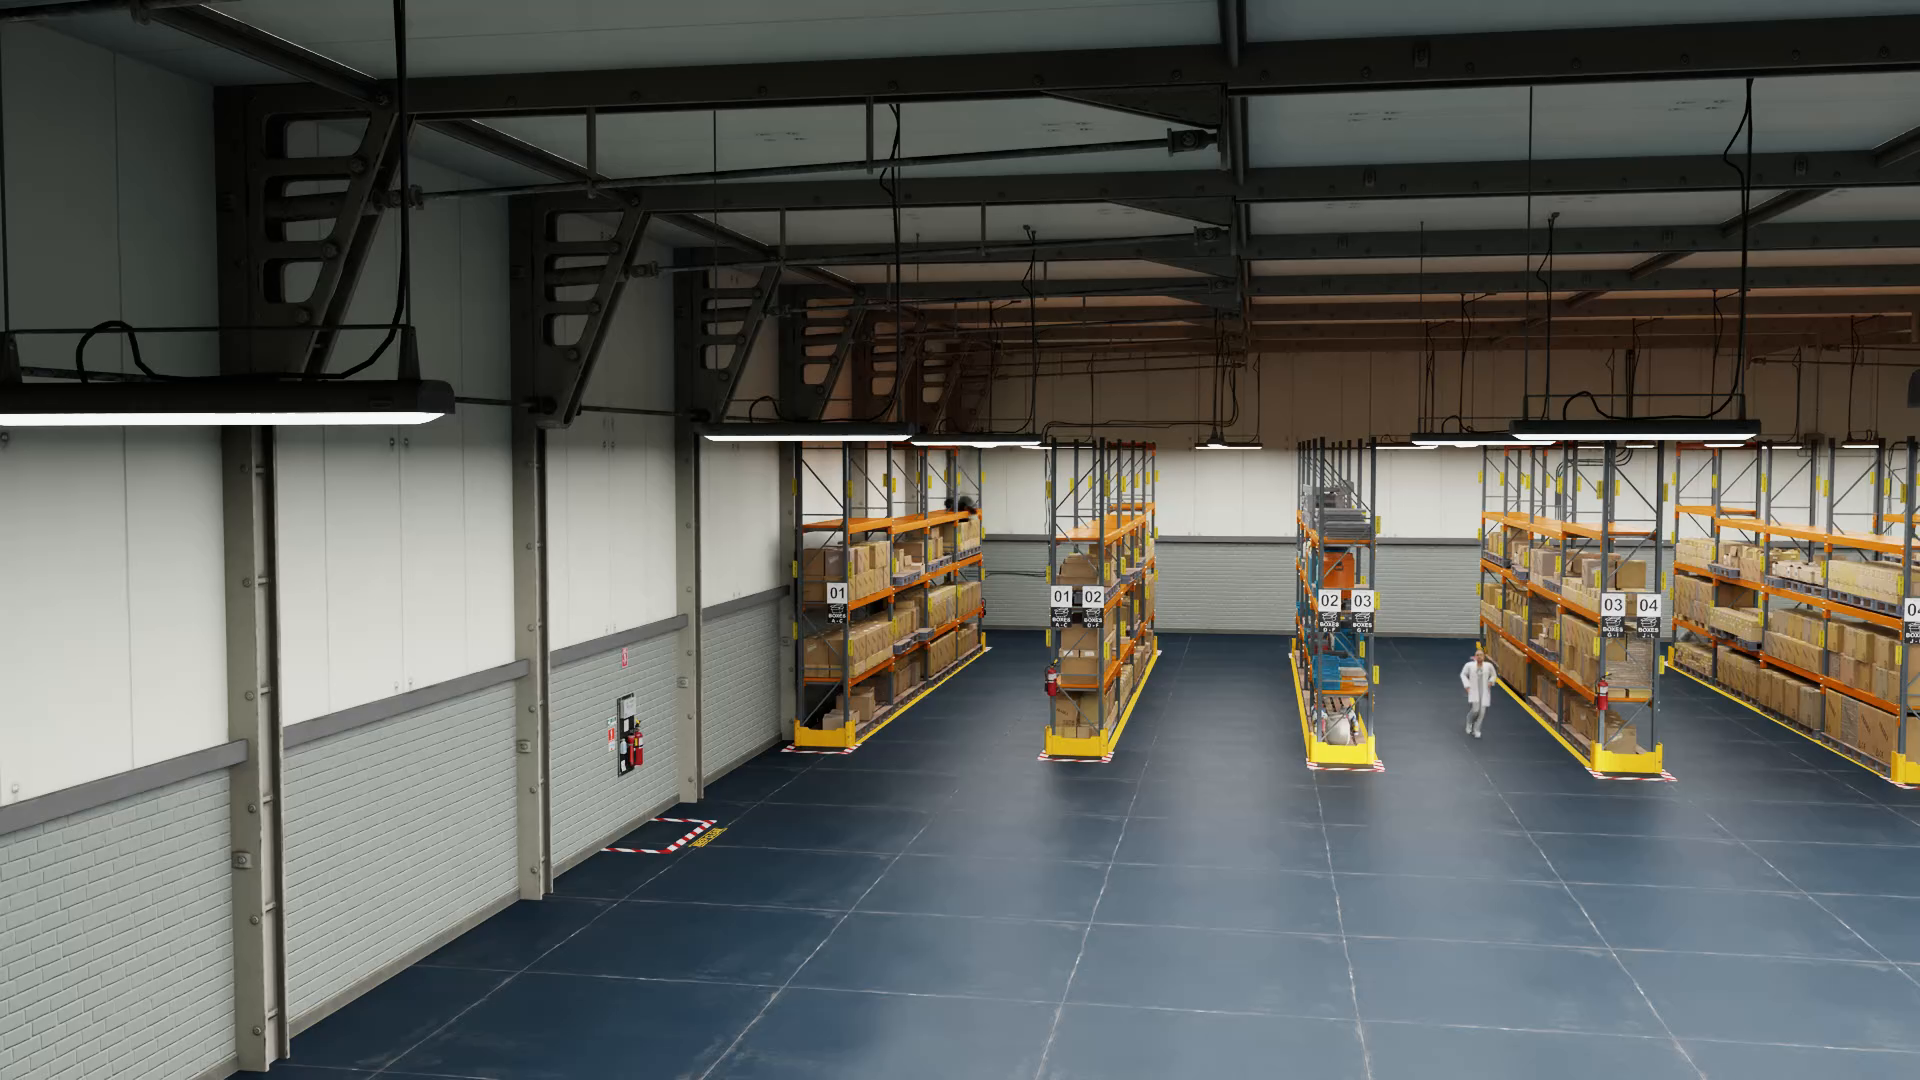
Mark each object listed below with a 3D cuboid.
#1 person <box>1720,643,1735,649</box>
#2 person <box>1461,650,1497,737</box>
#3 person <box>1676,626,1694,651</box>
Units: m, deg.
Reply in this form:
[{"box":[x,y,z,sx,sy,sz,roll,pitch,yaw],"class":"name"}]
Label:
[{"box":[20.906,2.530,45.213,0.749,1.637,0.553,-2,3,-28],"class":"person"},{"box":[10.430,3.084,33.368,0.692,1.747,0.648,0,3,9],"class":"person"},{"box":[19.923,2.495,45.493,0.887,1.621,0.625,1,3,19],"class":"person"}]
